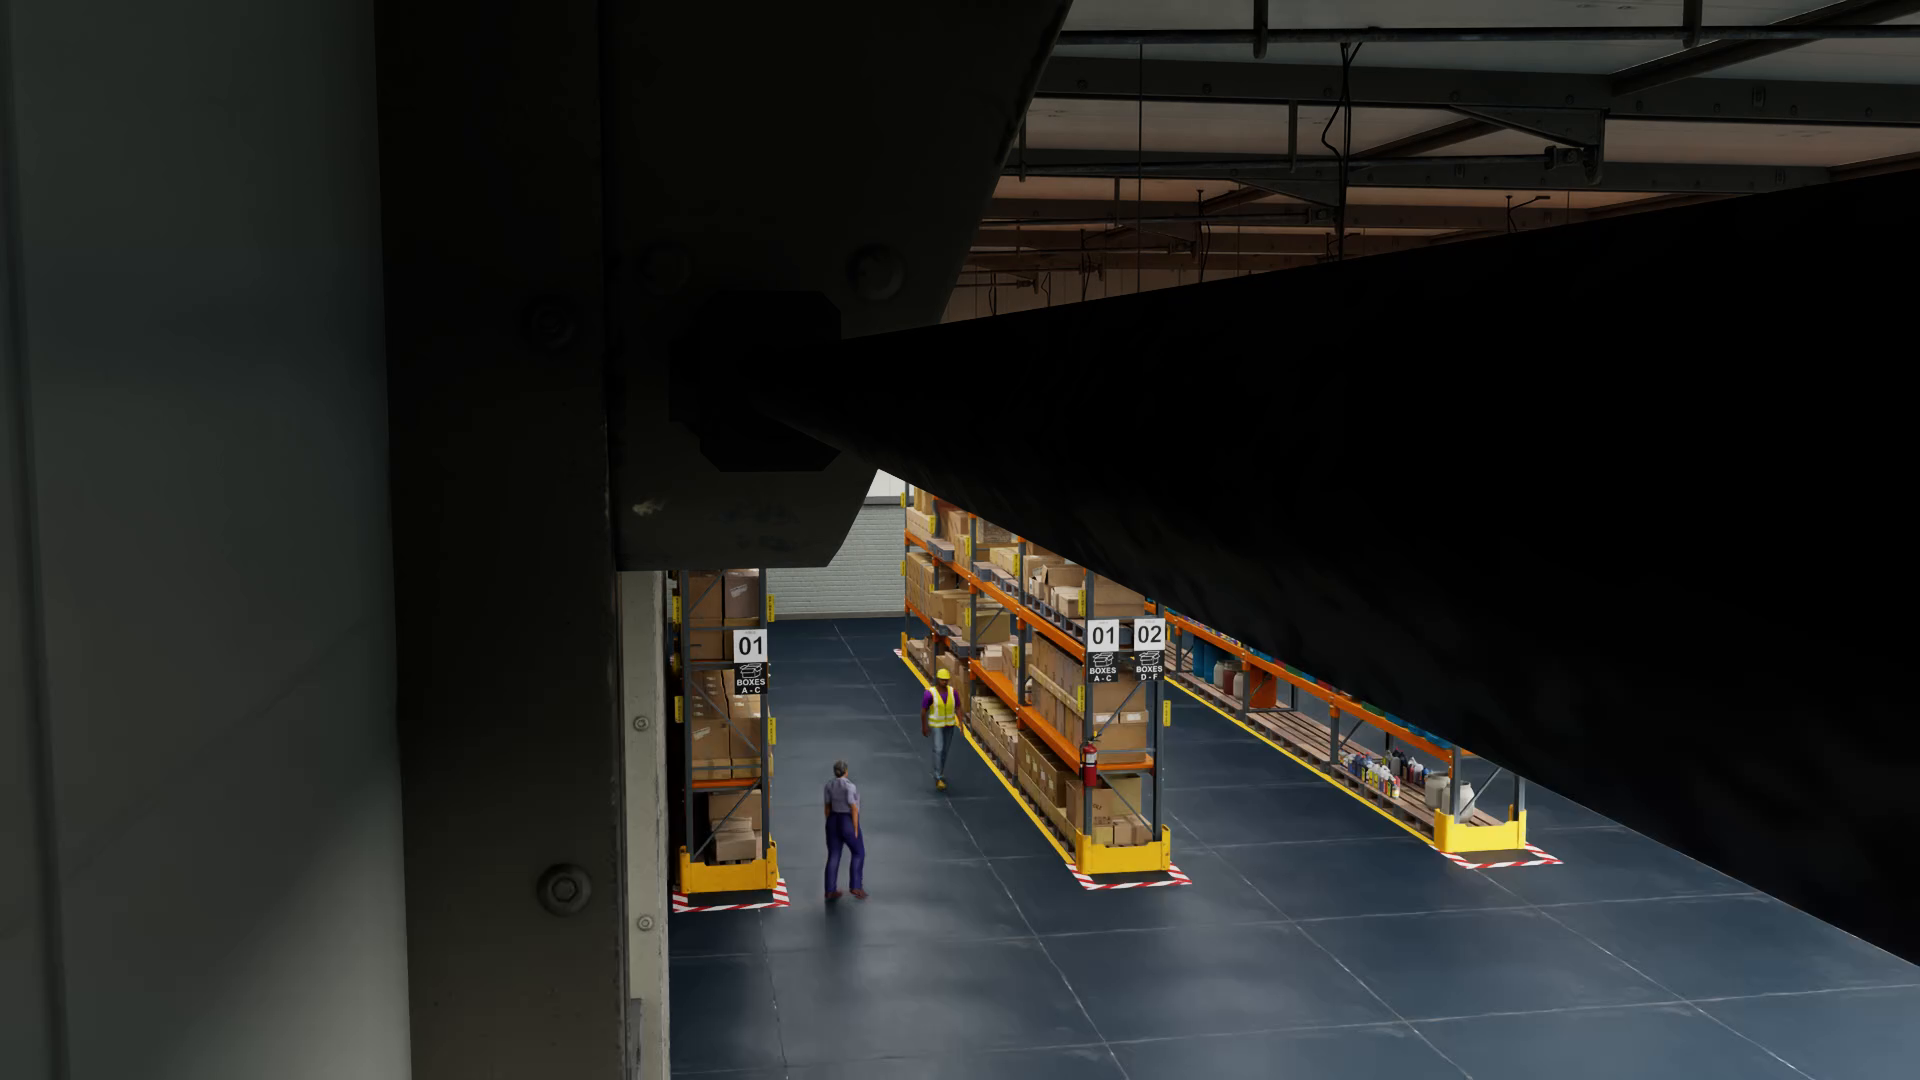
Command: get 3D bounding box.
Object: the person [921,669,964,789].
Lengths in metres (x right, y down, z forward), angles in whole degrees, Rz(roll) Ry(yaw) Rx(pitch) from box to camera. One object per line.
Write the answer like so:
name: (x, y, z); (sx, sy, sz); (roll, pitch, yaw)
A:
person: (-0.224, 2.834, 25.203); (0.582, 1.733, 0.866); (-3, 7, -27)

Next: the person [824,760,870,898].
person: (-1.424, 3.488, 19.877); (0.566, 1.699, 0.513); (4, 7, 32)

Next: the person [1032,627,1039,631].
person: (1.666, 2.003, 33.358); (0.567, 1.800, 0.389); (-4, 7, -35)
